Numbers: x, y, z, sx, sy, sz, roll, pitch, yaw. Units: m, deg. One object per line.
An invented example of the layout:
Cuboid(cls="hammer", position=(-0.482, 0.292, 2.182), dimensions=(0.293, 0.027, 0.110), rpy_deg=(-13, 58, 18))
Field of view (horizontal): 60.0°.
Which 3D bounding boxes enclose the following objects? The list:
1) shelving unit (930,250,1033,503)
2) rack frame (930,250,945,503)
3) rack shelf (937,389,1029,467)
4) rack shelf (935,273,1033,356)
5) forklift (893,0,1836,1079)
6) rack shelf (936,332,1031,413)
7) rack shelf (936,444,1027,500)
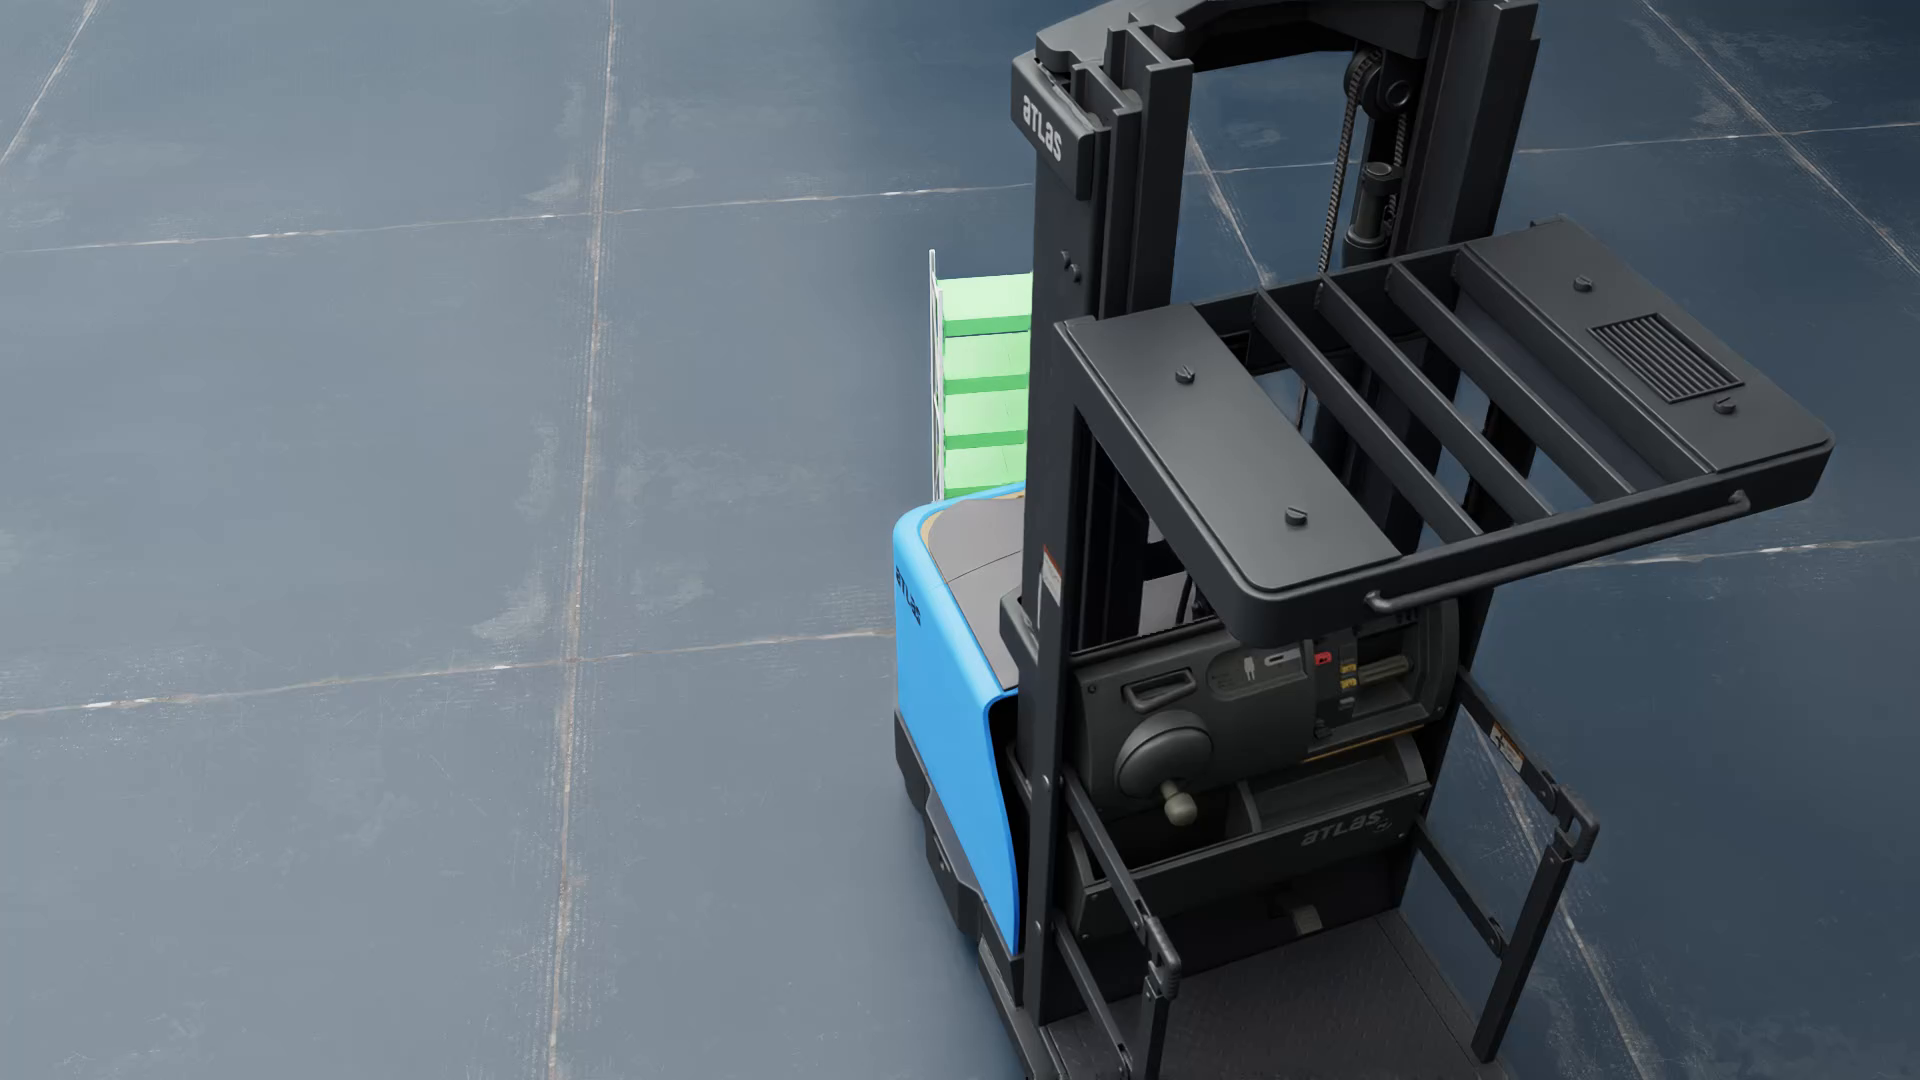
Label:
Cuboid(cls="shelving unit", position=(0.164, -0.460, 5.864), dimensions=(0.503, 1.200, 0.258), rpy_deg=(-5, 42, -6))
Cuboid(cls="rack frame", position=(-0.078, -0.439, 5.841), dimensions=(0.015, 1.200, 0.240), rpy_deg=(-5, 42, -6))
Cuboid(cls="rack shelf", position=(0.164, -0.412, 5.907), dimensions=(0.480, 0.148, 0.258), rpy_deg=(-5, 42, -6))
Cuboid(cls="rack shelf", position=(0.164, -0.769, 5.585), dimensions=(0.480, 0.148, 0.258), rpy_deg=(-5, 42, -6))
Cuboid(cls="forklift", position=(0.780, 0.442, 3.572), dimensions=(1.130, 2.935, 3.031), rpy_deg=(-14, 44, -15))
Cuboid(cls="rack shelf", position=(0.164, -0.591, 5.746), dimensions=(0.480, 0.148, 0.258), rpy_deg=(-5, 42, -6))
Cuboid(cls="rack shelf", position=(0.164, -0.234, 6.068), dimensions=(0.480, 0.148, 0.258), rpy_deg=(-5, 42, -6))
